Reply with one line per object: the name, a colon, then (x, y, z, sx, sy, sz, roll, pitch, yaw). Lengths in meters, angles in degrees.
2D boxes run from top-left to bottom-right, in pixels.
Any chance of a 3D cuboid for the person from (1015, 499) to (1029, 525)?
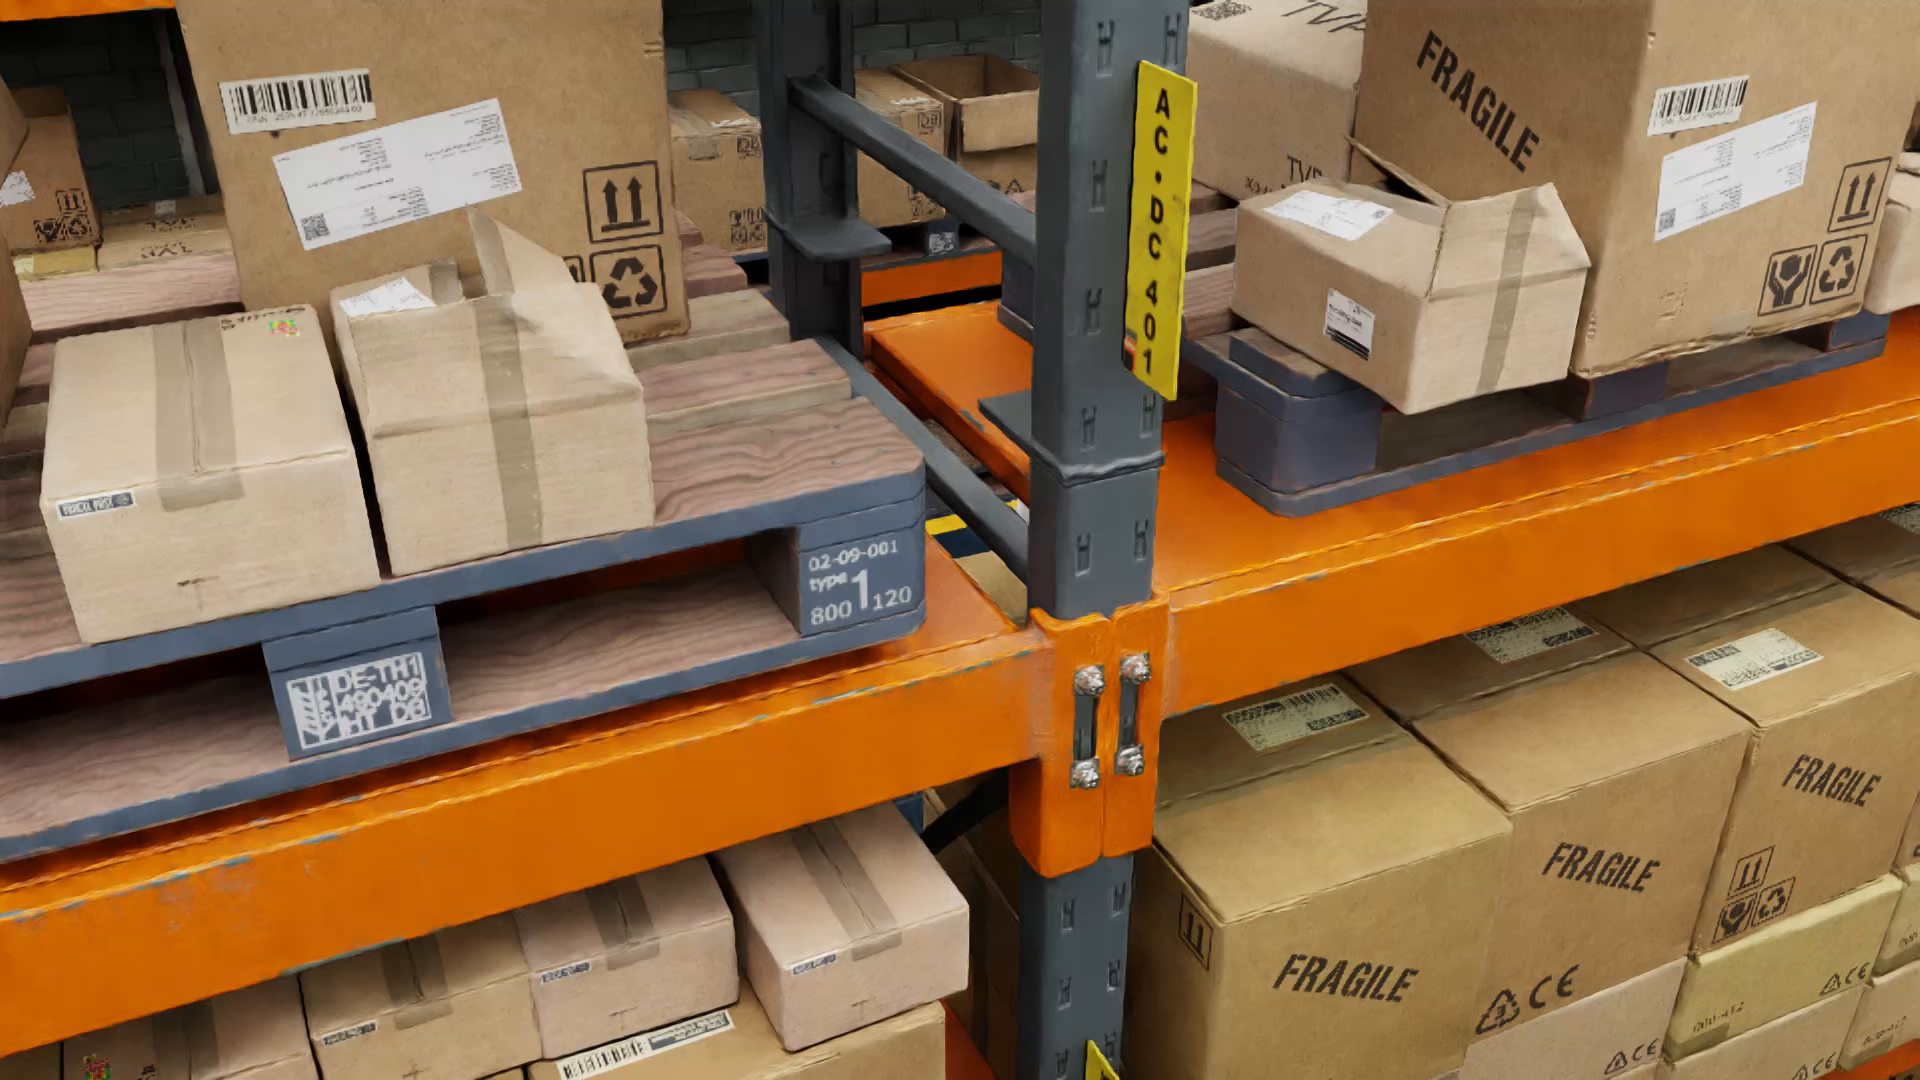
person: (0.366, -0.042, 6.196, 0.884, 1.640, 0.503, -2, 30, -4)
